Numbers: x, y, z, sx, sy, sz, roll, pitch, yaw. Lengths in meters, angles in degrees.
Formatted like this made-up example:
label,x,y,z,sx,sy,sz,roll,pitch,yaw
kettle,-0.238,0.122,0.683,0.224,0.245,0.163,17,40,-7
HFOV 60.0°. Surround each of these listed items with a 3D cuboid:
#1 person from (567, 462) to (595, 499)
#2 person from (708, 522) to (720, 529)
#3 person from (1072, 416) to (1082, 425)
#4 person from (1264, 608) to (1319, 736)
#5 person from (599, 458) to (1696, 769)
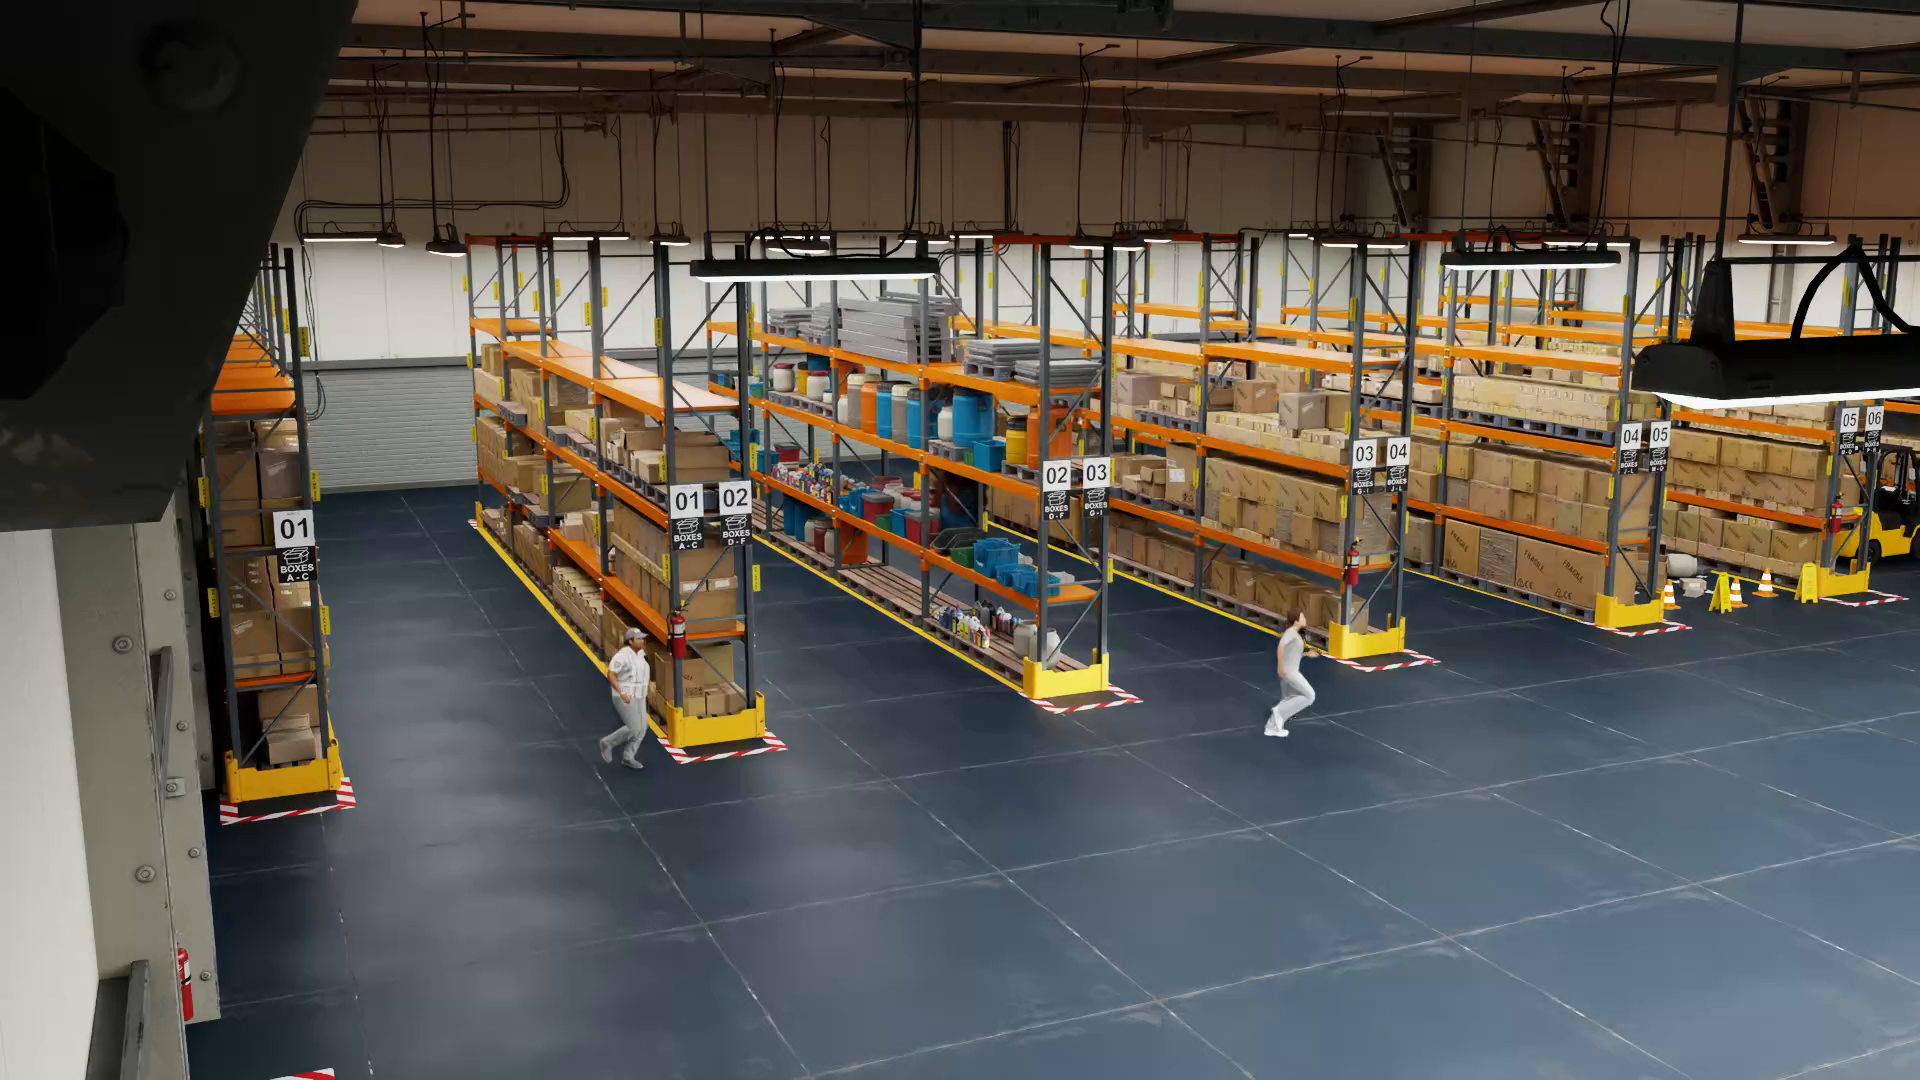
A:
label,x,y,z,sx,sy,sz,roll,pitch,yaw
person,-8.066,-1.269,35.463,0.548,1.609,0.598,11,15,44
person,-4.408,-0.233,29.864,0.708,1.765,0.824,-7,13,-32
person,2.820,-2.372,40.804,0.725,1.730,0.783,7,13,32
person,4.079,1.630,20.413,0.640,1.602,0.556,1,11,5
person,4.908,0.556,25.193,12.215,1.951,18.230,5,12,22
